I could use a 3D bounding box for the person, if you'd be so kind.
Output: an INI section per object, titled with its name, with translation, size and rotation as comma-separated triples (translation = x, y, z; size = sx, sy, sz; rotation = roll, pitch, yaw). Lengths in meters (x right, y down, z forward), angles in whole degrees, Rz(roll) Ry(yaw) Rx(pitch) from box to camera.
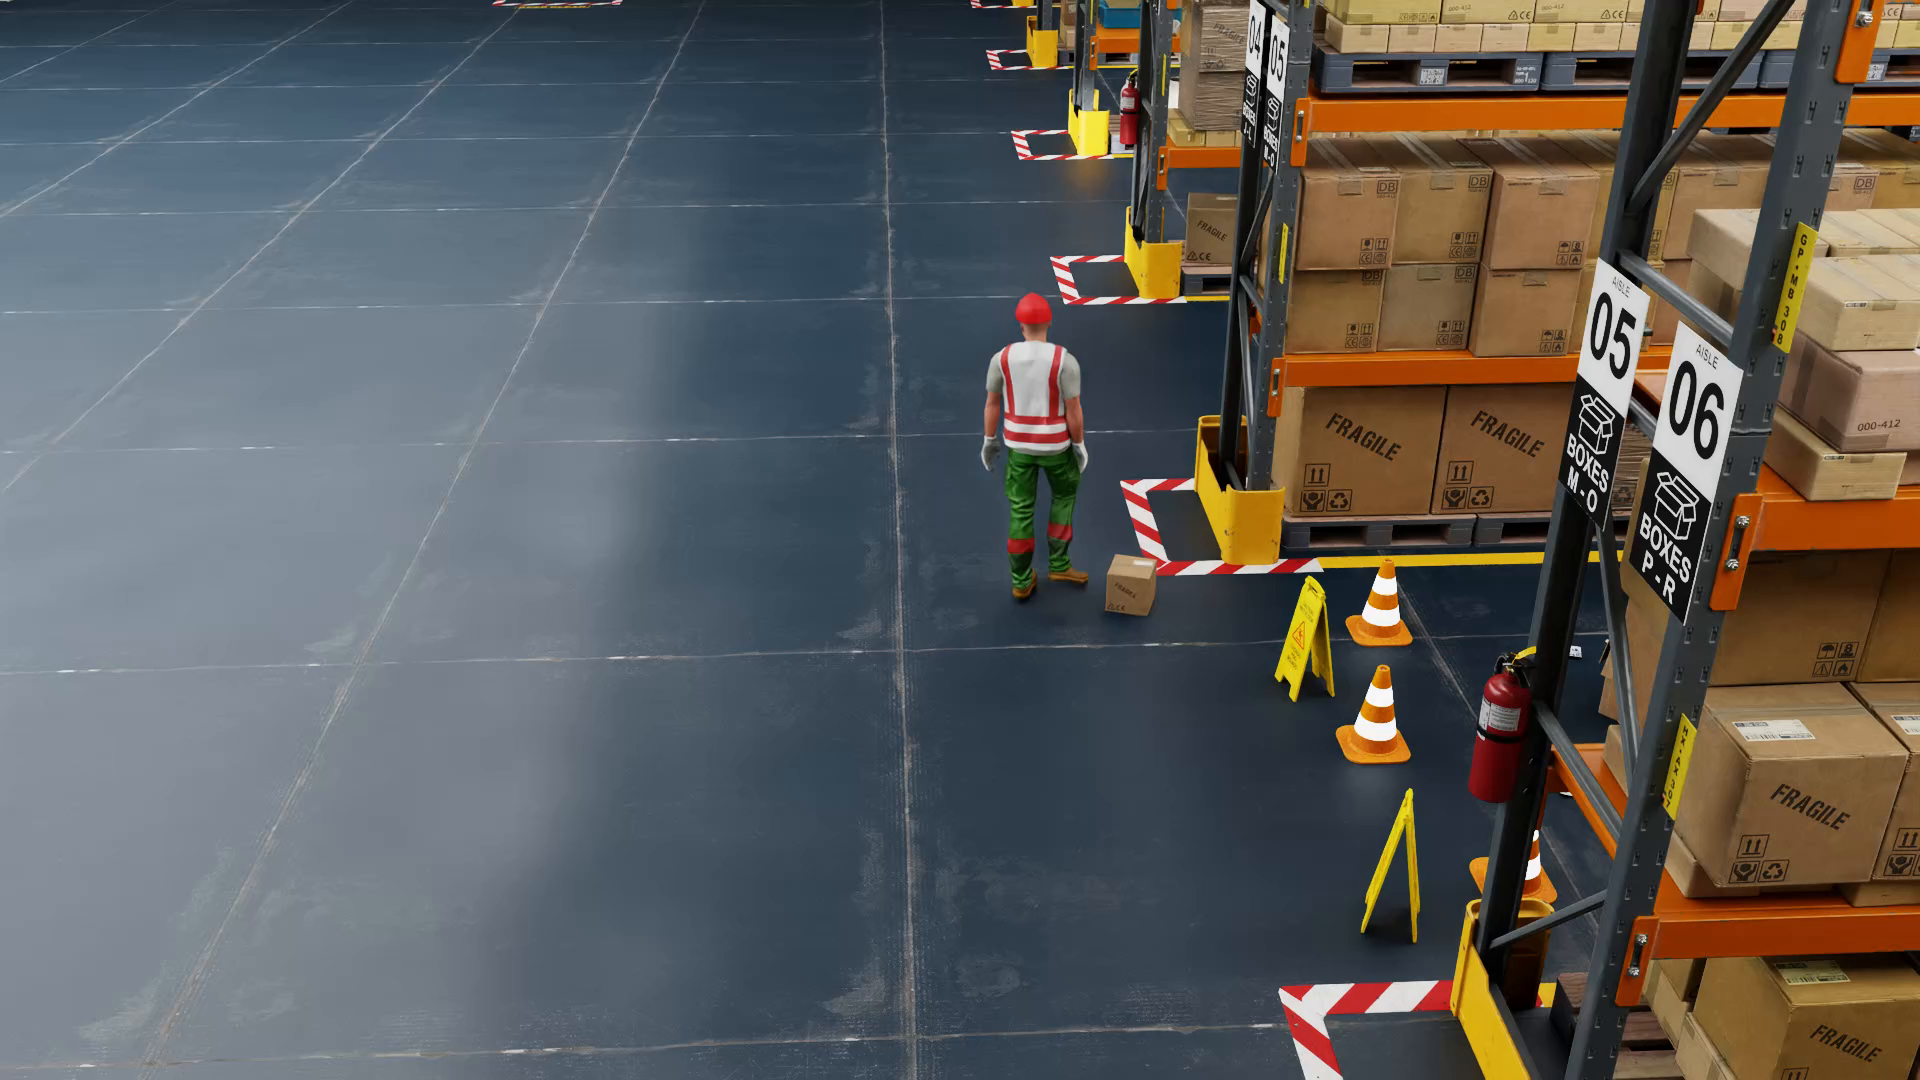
[person]
translation = 0.439, -0.522, 9.615
size = 0.628, 1.805, 0.500
rotation = 6, 28, 12
